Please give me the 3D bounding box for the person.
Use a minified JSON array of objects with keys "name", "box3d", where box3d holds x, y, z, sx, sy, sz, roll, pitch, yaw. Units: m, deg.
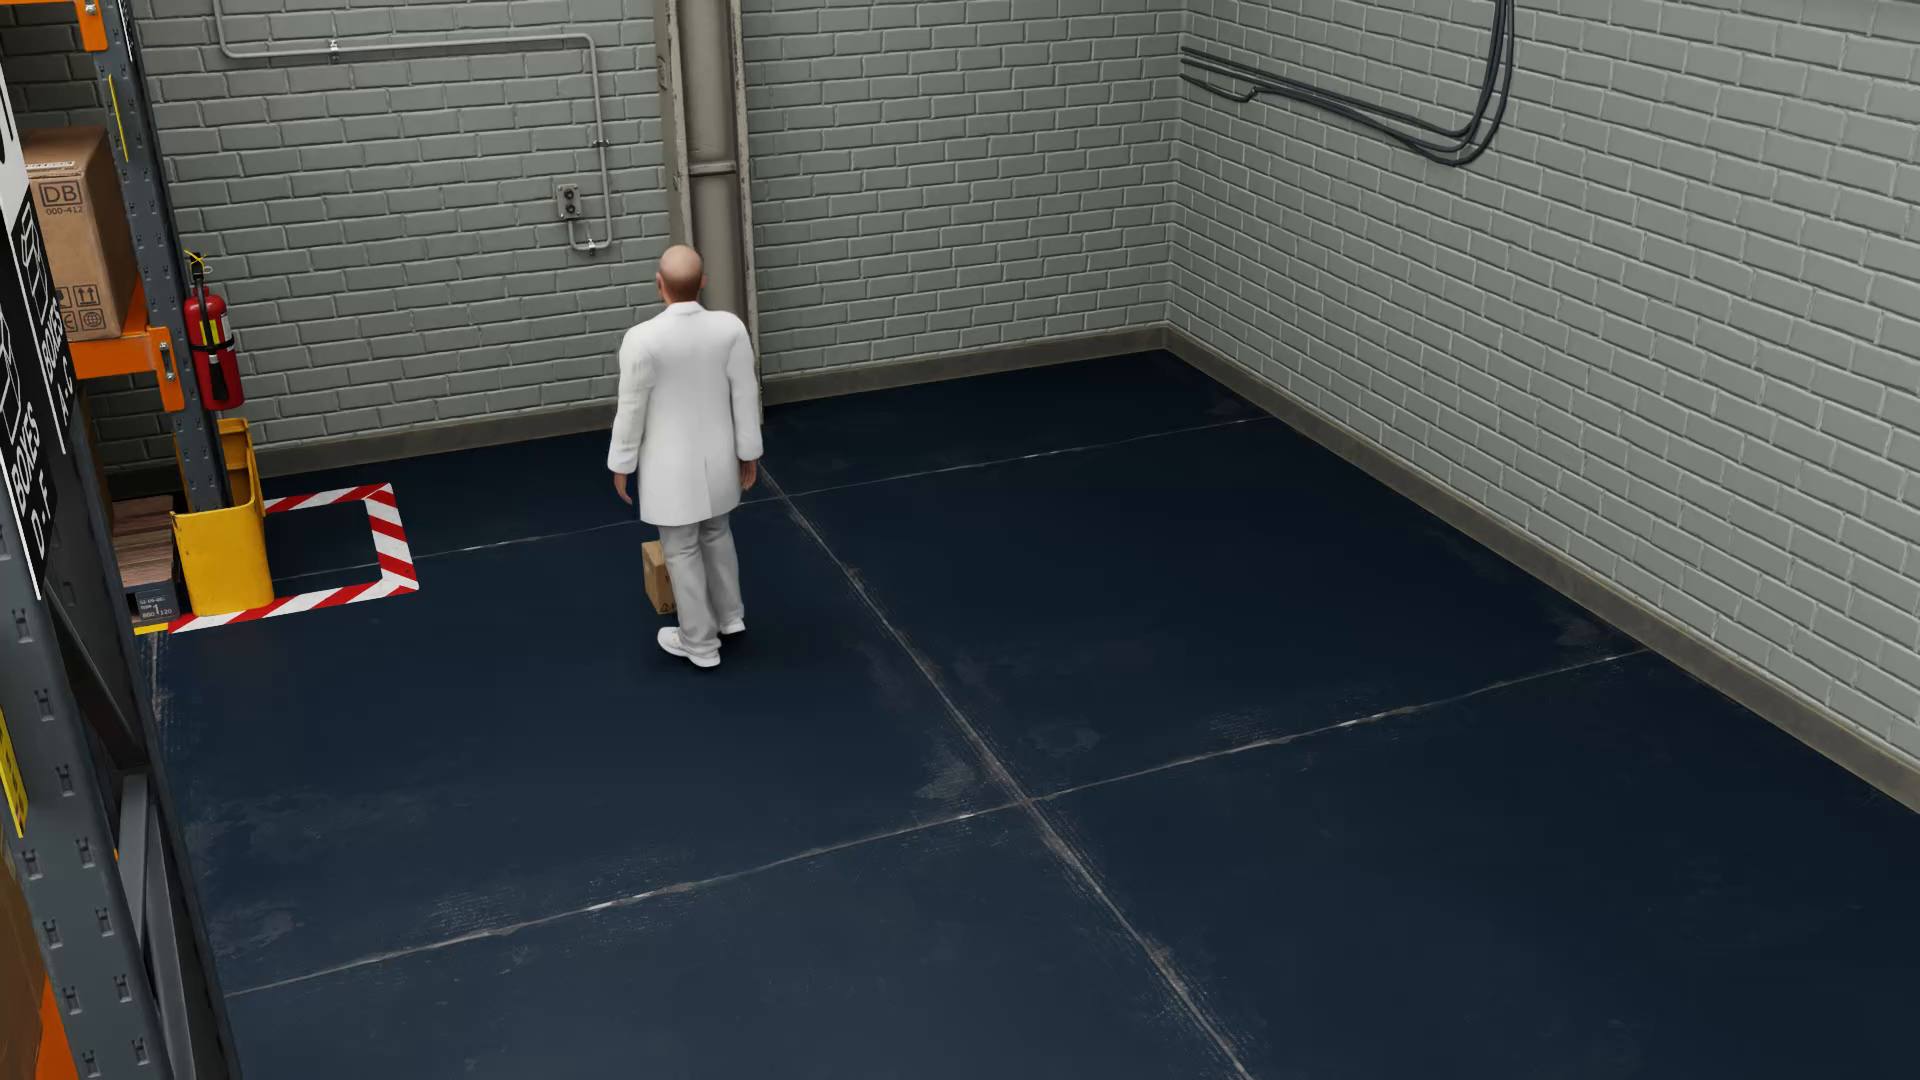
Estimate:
[{"name":"person","box3d":[-1.171,-0.324,6.841,0.623,1.832,0.510,-17,30,-32]}]
